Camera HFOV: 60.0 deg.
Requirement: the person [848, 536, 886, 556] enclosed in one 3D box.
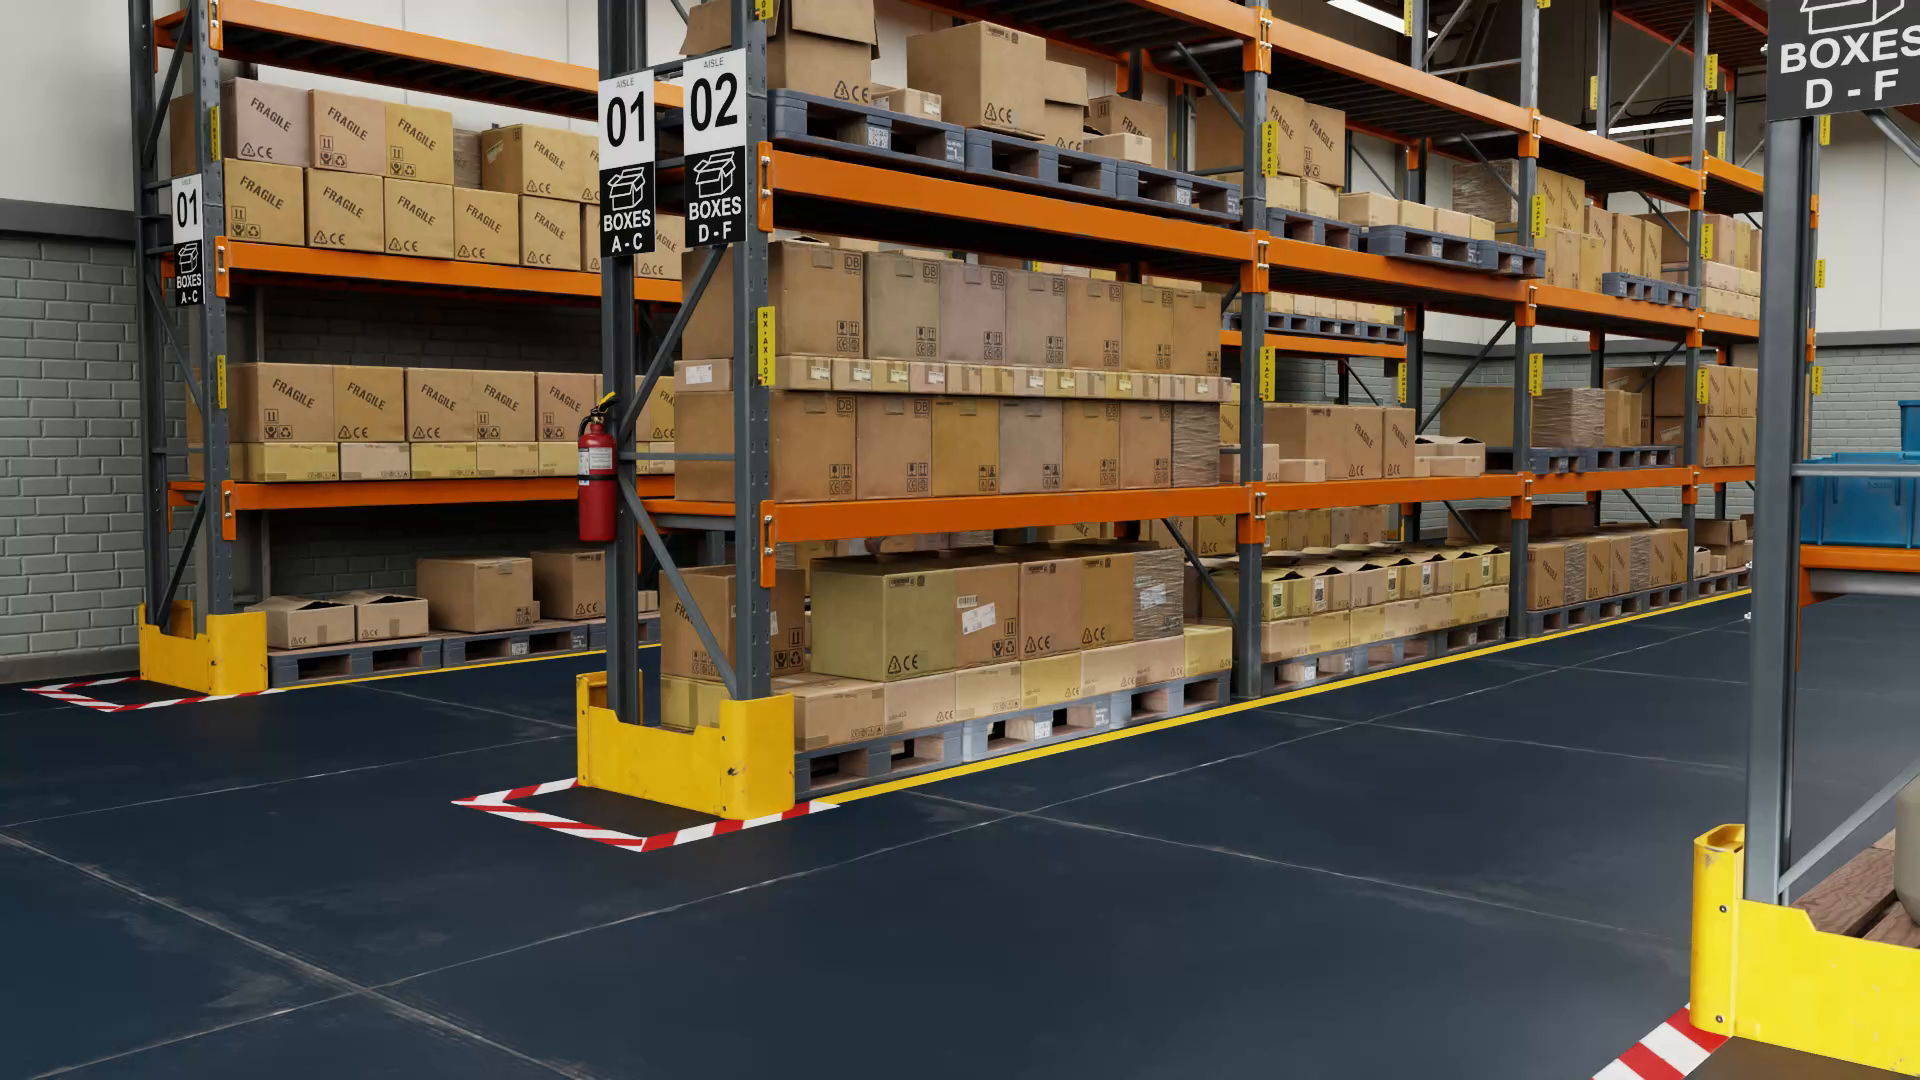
[{"bbox_3d":[-0.699,-0.084,12.437,0.461,1.769,0.557,1,4,10],"label":"person"}]
